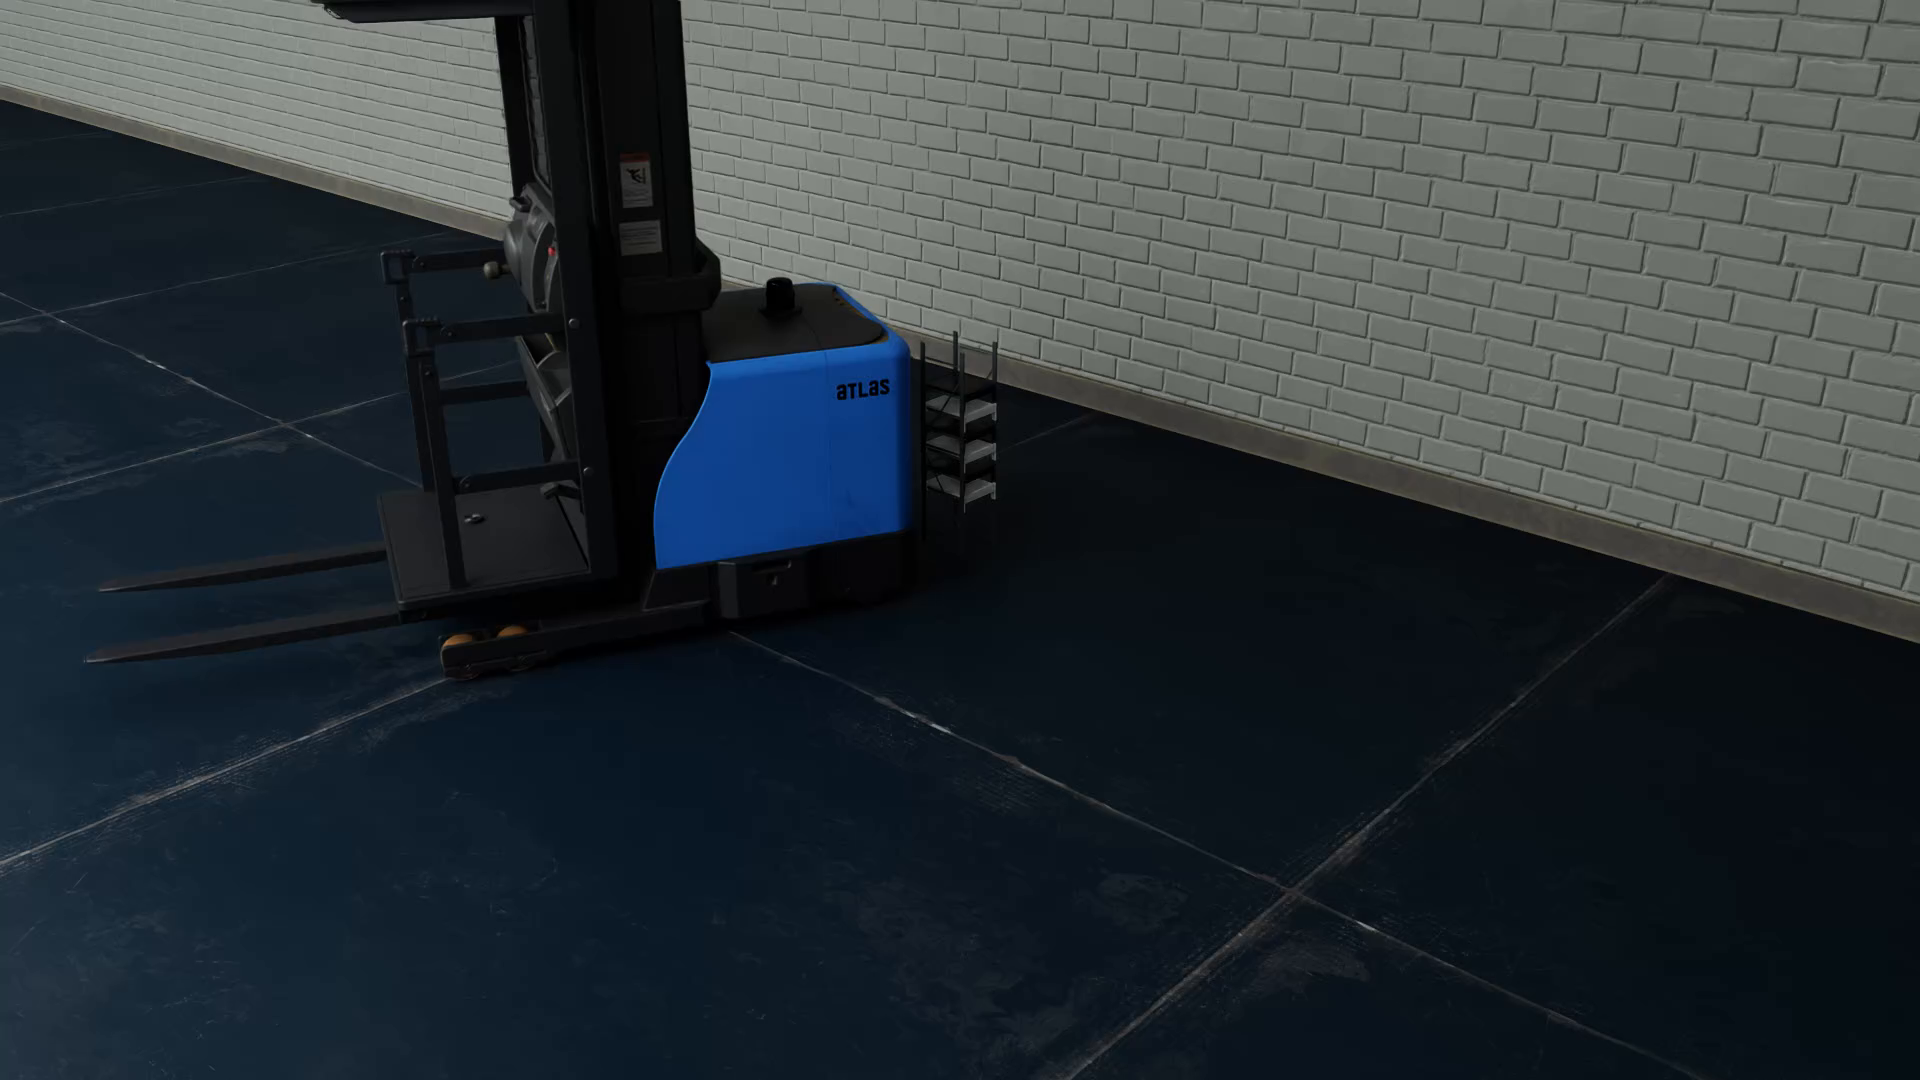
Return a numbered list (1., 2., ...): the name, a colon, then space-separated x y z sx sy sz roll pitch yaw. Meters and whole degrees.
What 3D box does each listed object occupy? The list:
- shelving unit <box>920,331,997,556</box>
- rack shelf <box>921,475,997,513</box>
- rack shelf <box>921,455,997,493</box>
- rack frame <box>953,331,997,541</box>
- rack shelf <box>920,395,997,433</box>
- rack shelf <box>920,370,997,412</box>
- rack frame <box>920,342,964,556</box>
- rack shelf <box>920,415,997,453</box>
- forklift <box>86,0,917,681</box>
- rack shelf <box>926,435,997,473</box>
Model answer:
1. shelving unit: -0.005 -0.408 7.060 0.258 0.900 0.210 20 31 38
2. rack shelf: -0.005 -0.213 7.148 0.258 0.077 0.200 20 31 38
3. rack shelf: -0.005 -0.296 7.111 0.258 0.077 0.200 20 31 38
4. rack frame: 0.062 -0.439 7.129 0.240 0.900 0.006 20 31 38
5. rack shelf: -0.005 -0.542 7.000 0.258 0.077 0.200 20 31 38
6. rack shelf: -0.005 -0.624 6.964 0.258 0.077 0.200 20 31 38
7. rack frame: -0.073 -0.377 6.991 0.240 0.900 0.006 20 31 38
8. rack shelf: -0.005 -0.460 7.037 0.258 0.077 0.200 20 31 38
9. forklift: -1.745 -1.067 6.047 3.031 2.935 1.130 -9 26 -20
10. rack shelf: -0.005 -0.378 7.074 0.258 0.077 0.200 20 31 38
